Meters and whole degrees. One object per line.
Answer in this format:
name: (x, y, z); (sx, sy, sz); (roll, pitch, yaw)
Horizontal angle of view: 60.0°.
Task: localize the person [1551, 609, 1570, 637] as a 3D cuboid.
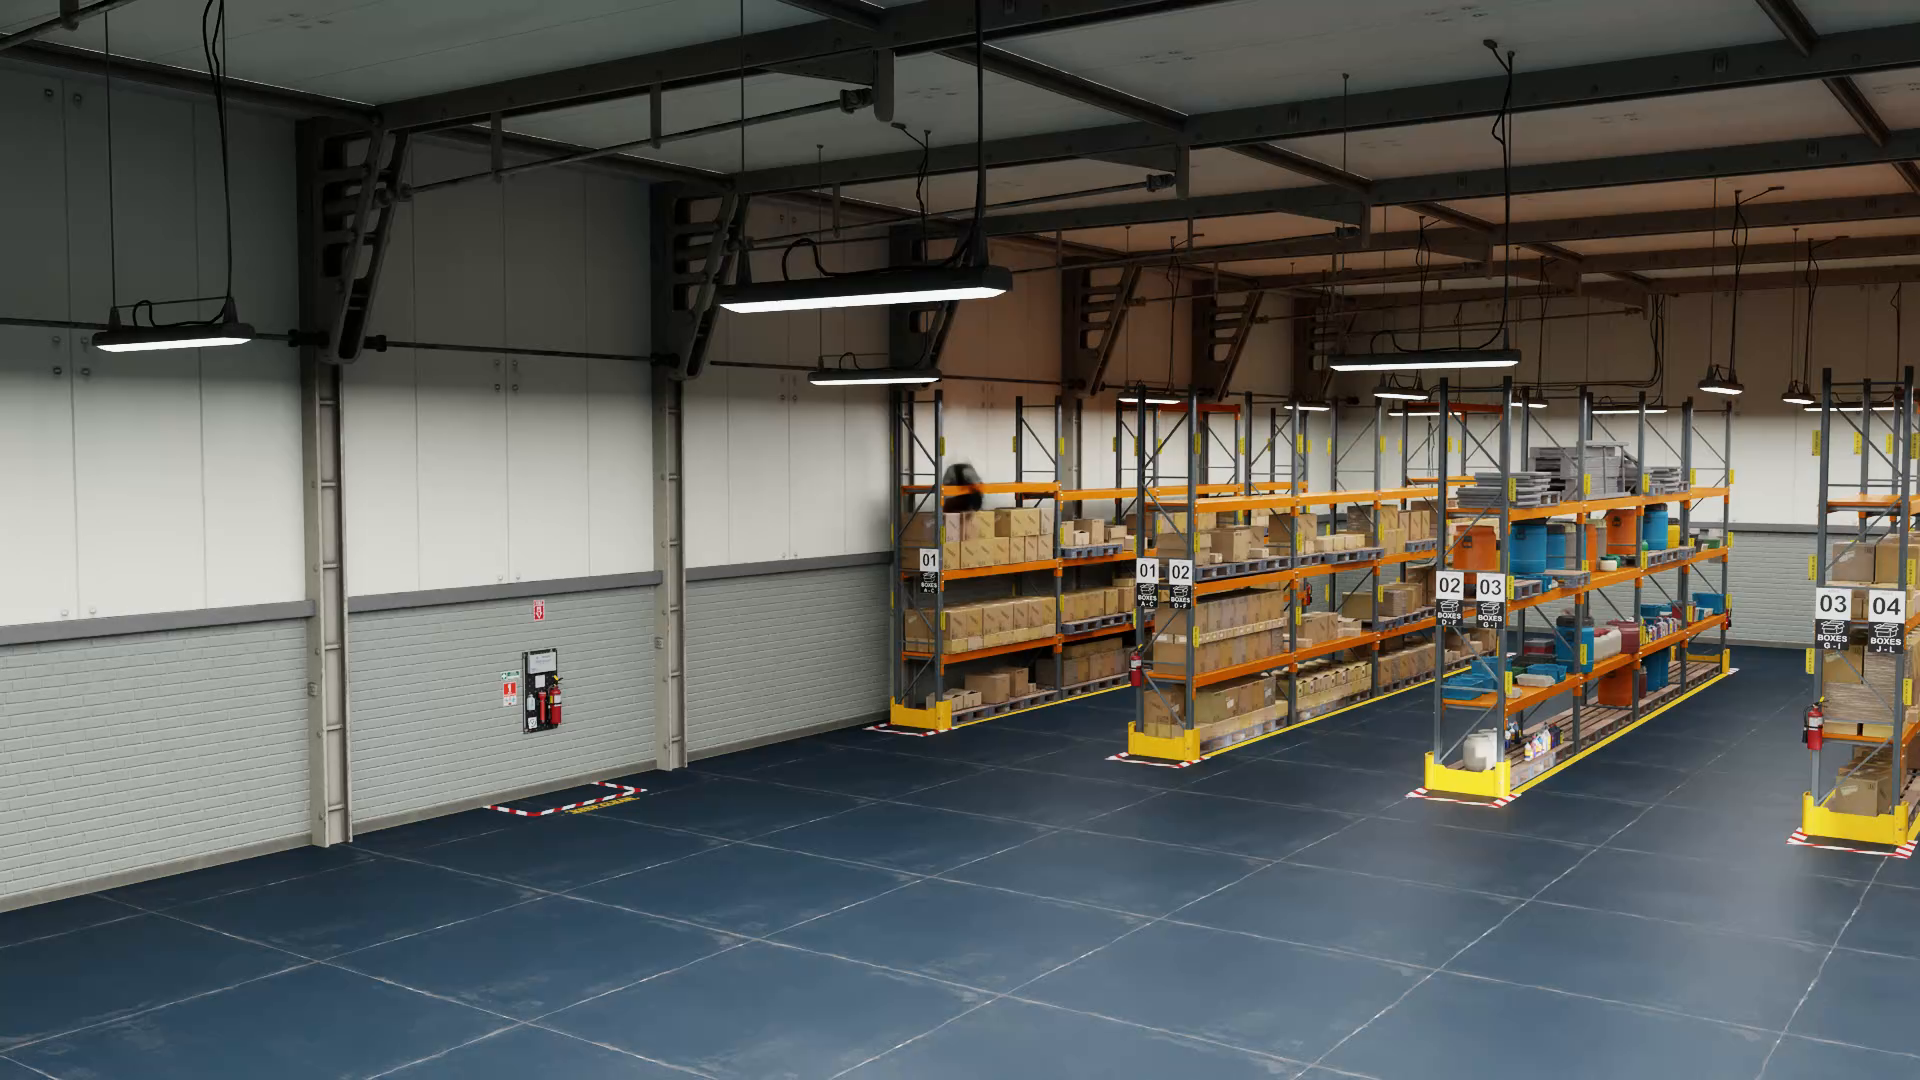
person: (12.587, 2.247, 34.619); (0.529, 1.632, 0.810); (2, 4, 32)
